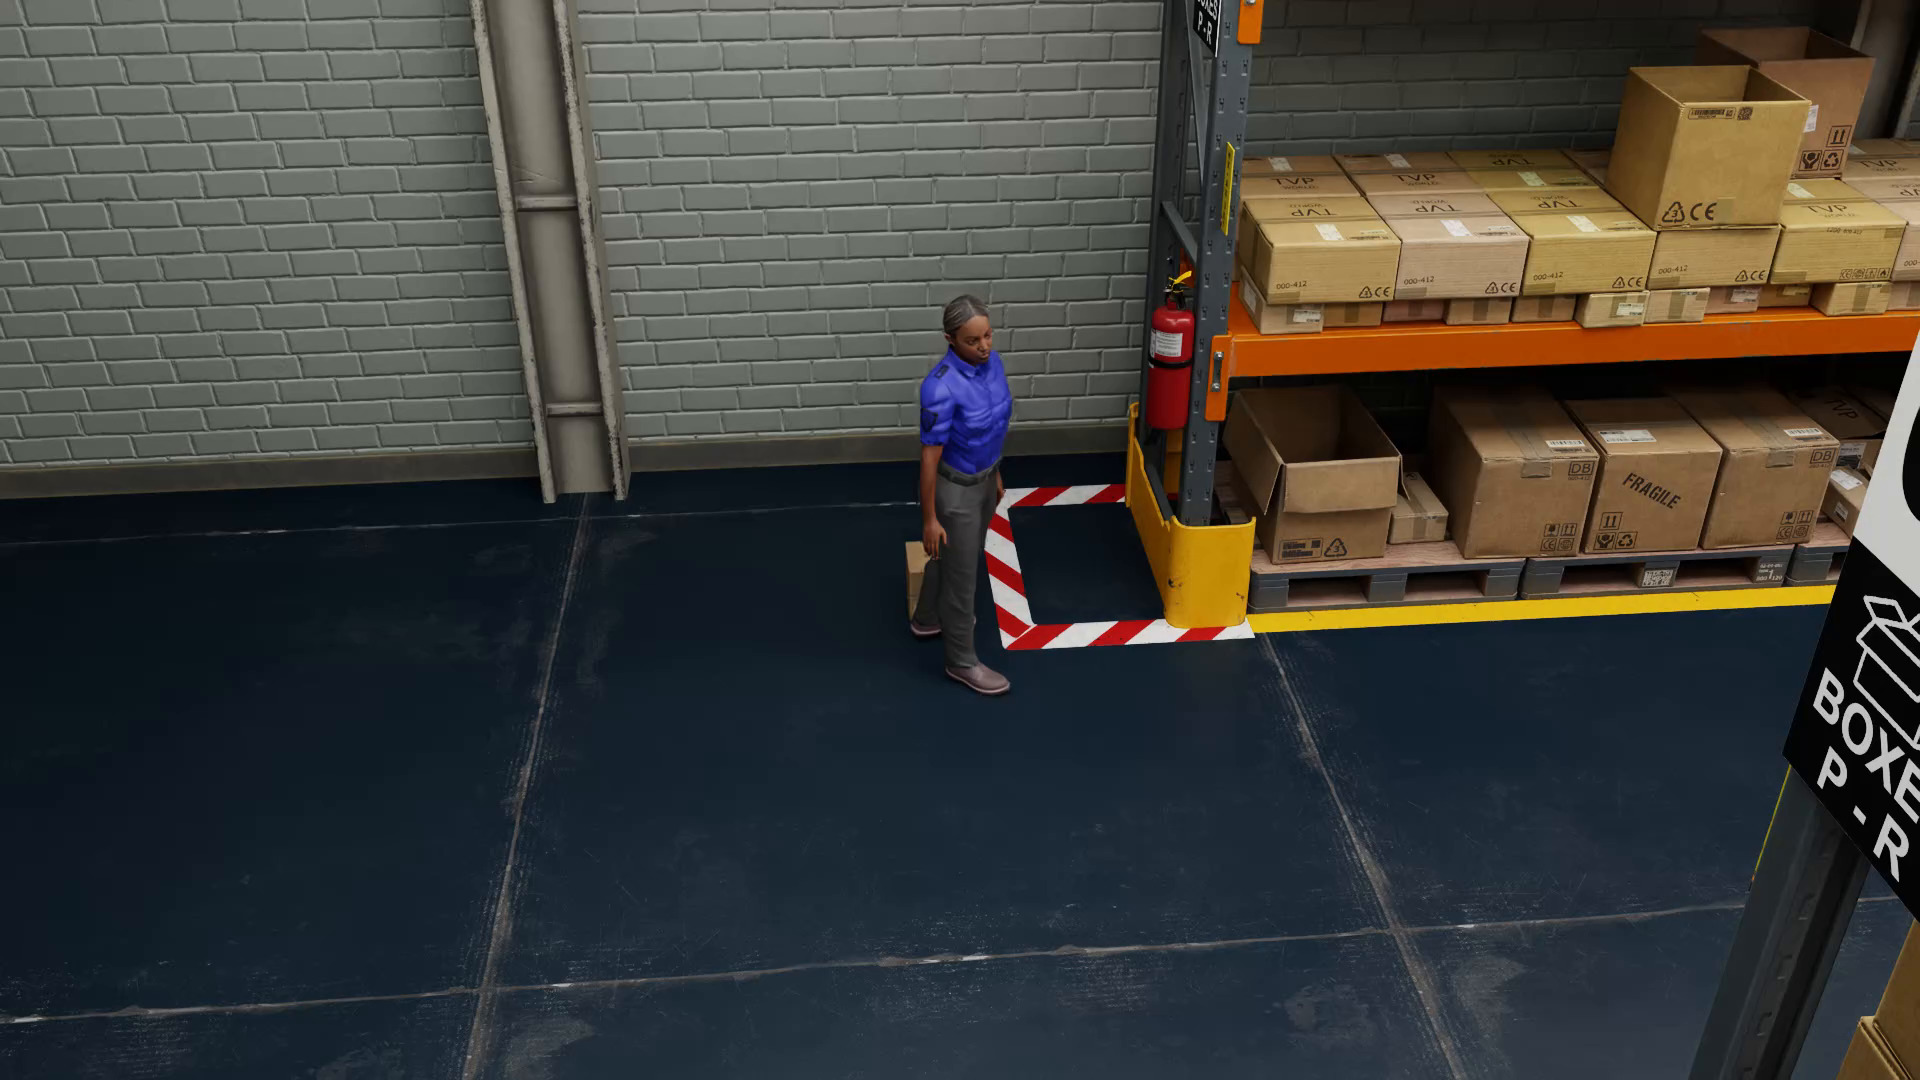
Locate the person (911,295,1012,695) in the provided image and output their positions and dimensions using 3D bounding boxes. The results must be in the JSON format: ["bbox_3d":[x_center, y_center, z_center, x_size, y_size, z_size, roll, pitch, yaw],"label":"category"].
[{"bbox_3d":[-0.004,-0.195,6.452,0.555,1.651,0.583,16,35,25],"label":"person"}]
